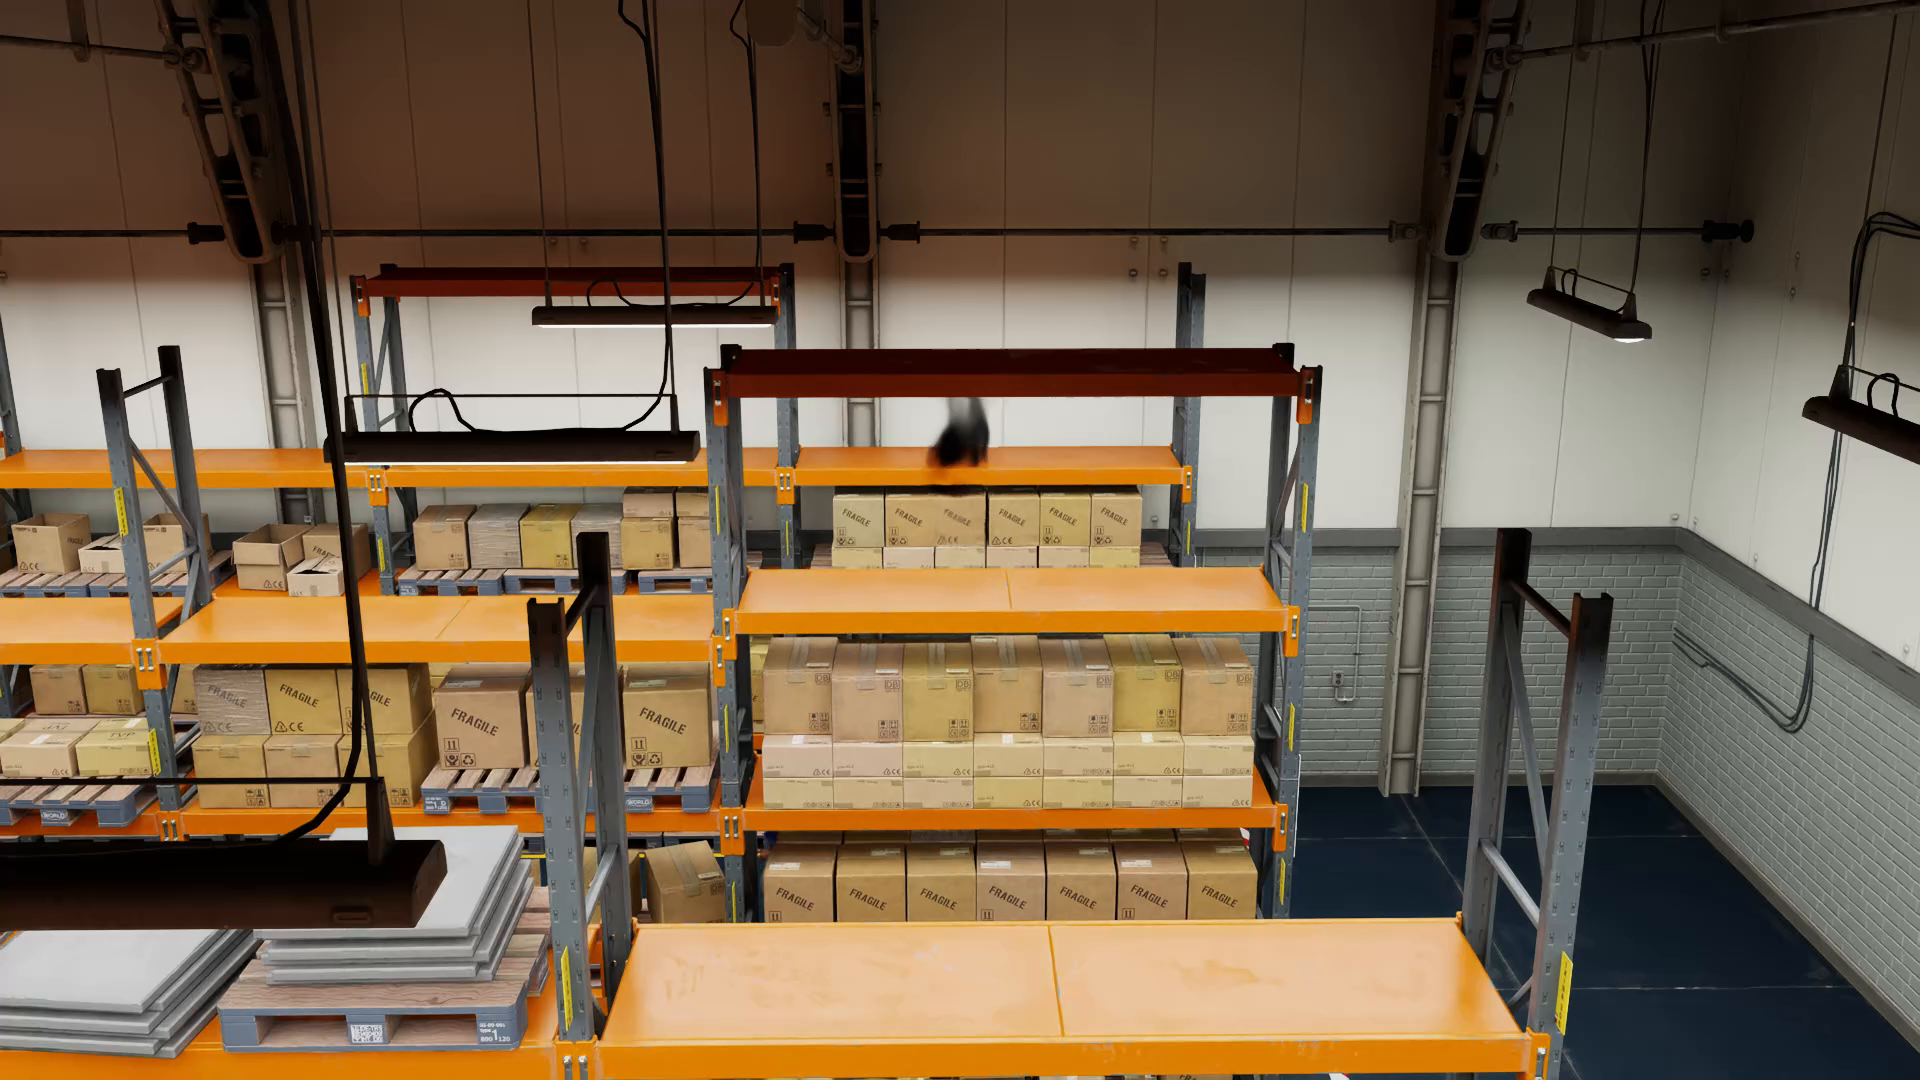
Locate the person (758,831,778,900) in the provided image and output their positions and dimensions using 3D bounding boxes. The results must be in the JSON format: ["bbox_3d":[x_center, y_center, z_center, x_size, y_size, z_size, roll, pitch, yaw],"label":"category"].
[{"bbox_3d":[-1.654,3.033,15.603,0.763,1.491,0.617,-14,21,-39],"label":"person"}]
